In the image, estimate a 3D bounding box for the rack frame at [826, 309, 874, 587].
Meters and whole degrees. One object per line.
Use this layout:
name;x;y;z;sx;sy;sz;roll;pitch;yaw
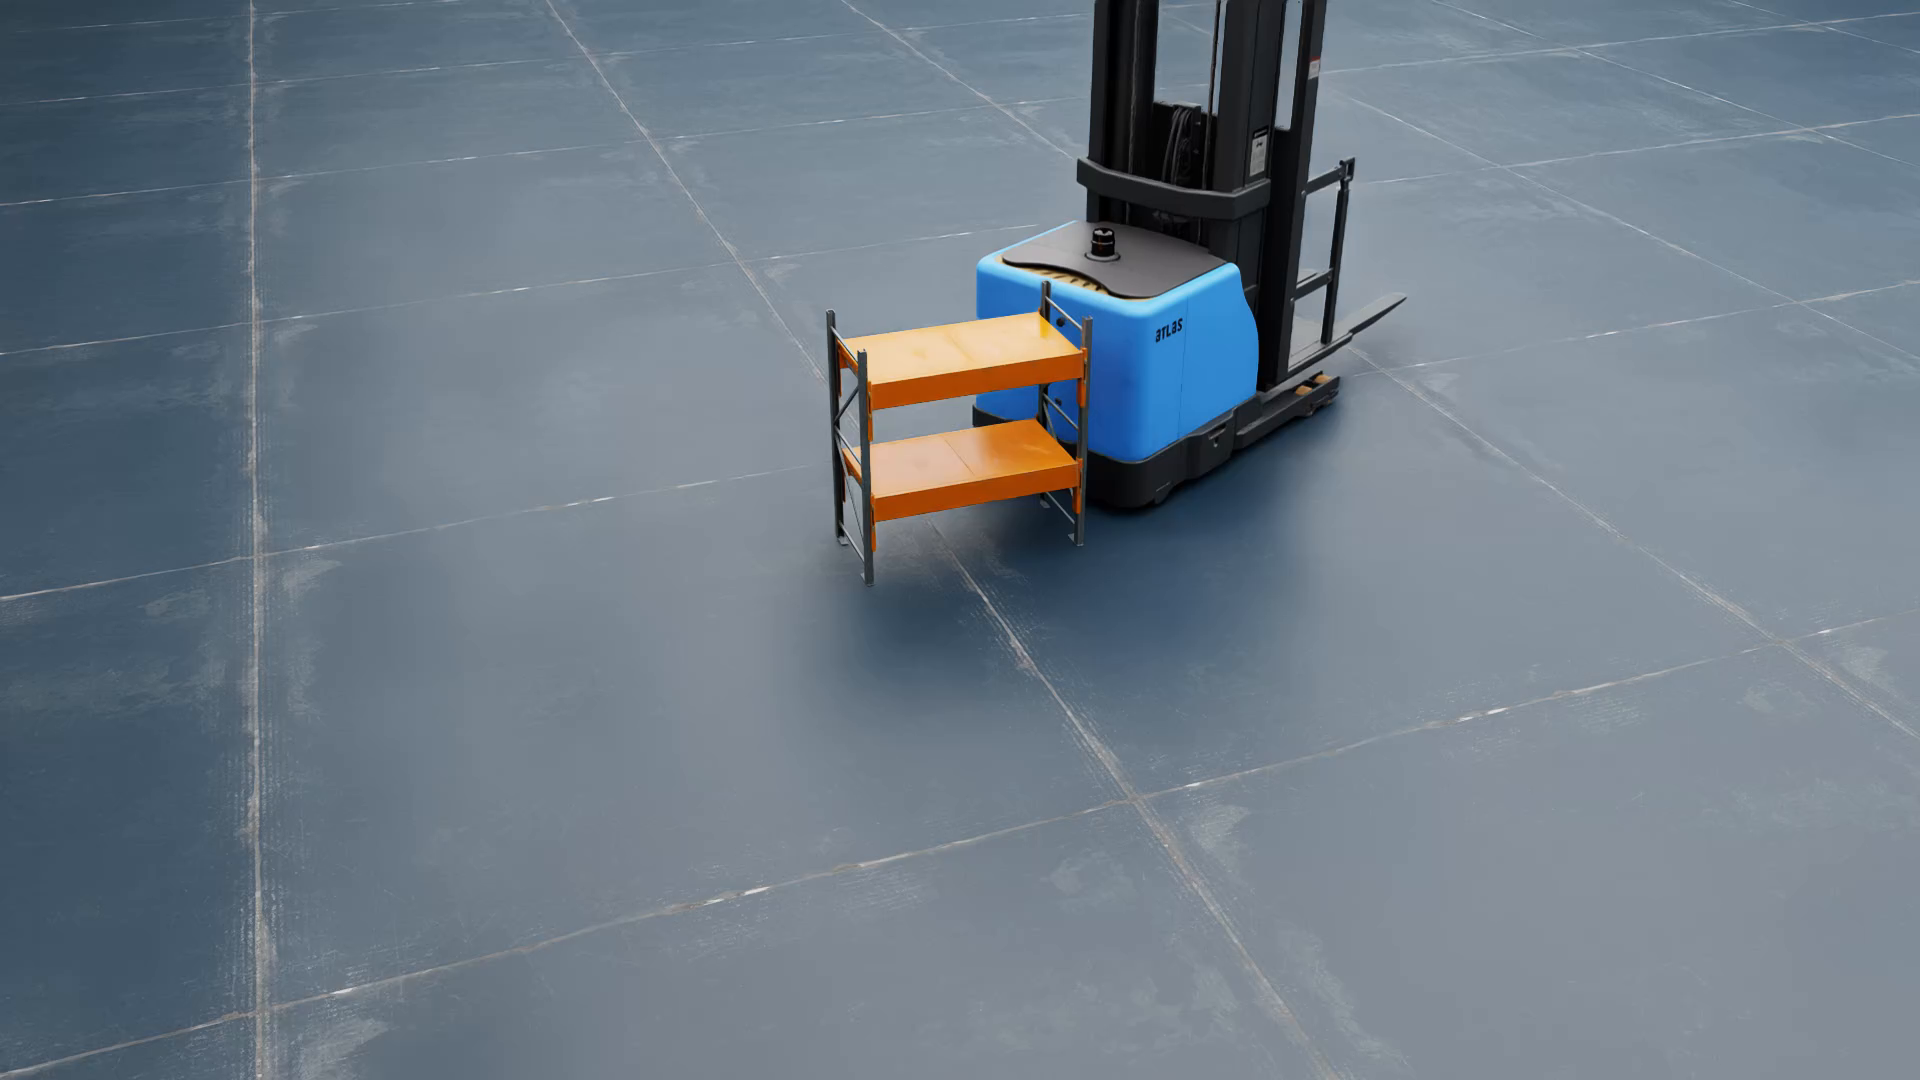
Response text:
rack frame;-0.483;-0.400;7.315;0.032;1.125;0.500;-10;31;-18

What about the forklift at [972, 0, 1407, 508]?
forklift;1.408;-2.076;8.433;1.130;2.935;3.031;23;37;35

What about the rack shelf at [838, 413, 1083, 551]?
rack shelf;-0.006;-0.275;7.591;1.000;0.278;0.538;-10;31;-18

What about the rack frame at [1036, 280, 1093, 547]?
rack frame;0.470;-0.575;7.624;0.032;1.125;0.500;-10;31;-18

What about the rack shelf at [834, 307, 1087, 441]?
rack shelf;-0.006;-0.742;7.325;1.000;0.278;0.538;-10;31;-18

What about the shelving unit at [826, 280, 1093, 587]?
shelving unit;-0.006;-0.488;7.469;1.048;1.125;0.538;-10;31;-18
